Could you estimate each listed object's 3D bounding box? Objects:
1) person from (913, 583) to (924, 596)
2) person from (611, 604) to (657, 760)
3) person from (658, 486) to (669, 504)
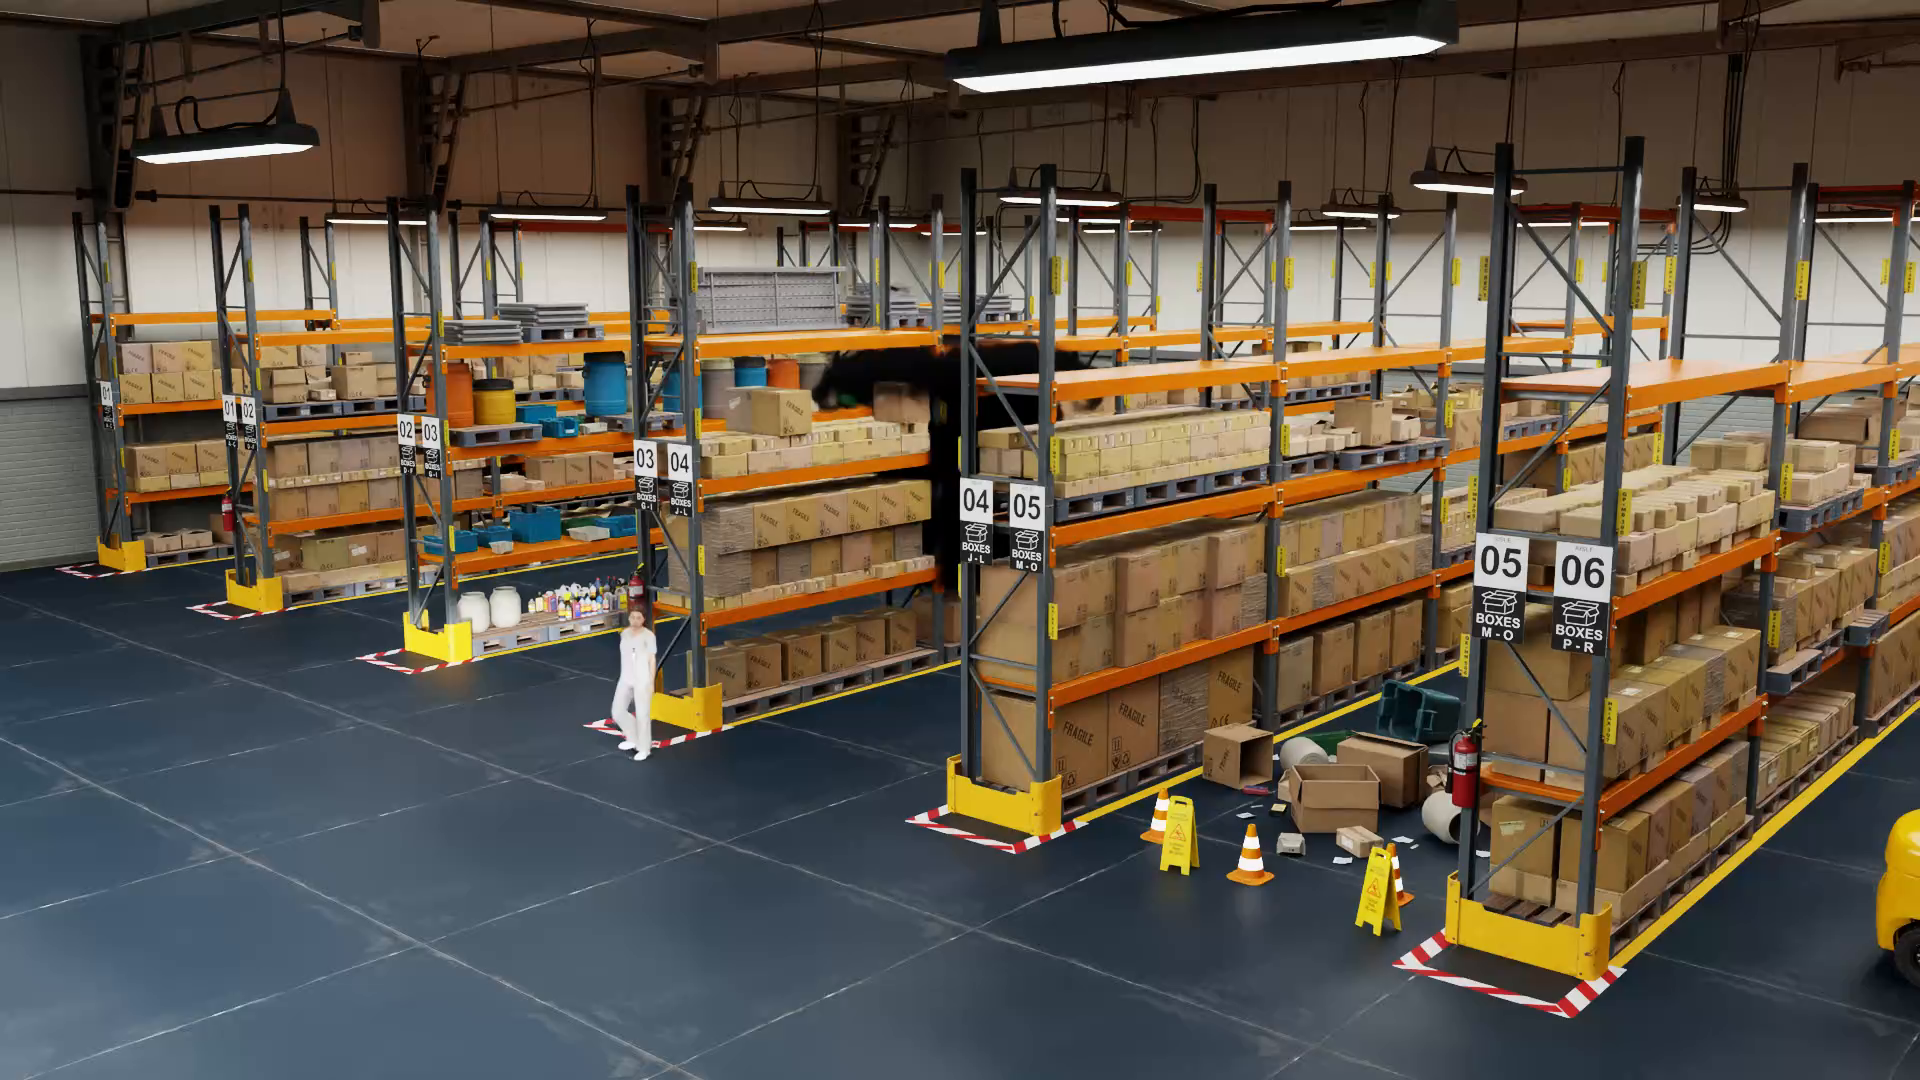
[{"bbox_3d":[-0.700,0.010,24.397,0.694,1.697,0.712,4,10,23],"label":"person"},{"bbox_3d":[-3.383,1.472,17.369,0.547,1.665,0.421,4,10,21],"label":"person"},{"bbox_3d":[-6.104,-1.310,34.320,0.526,1.661,0.796,6,11,31],"label":"person"}]
